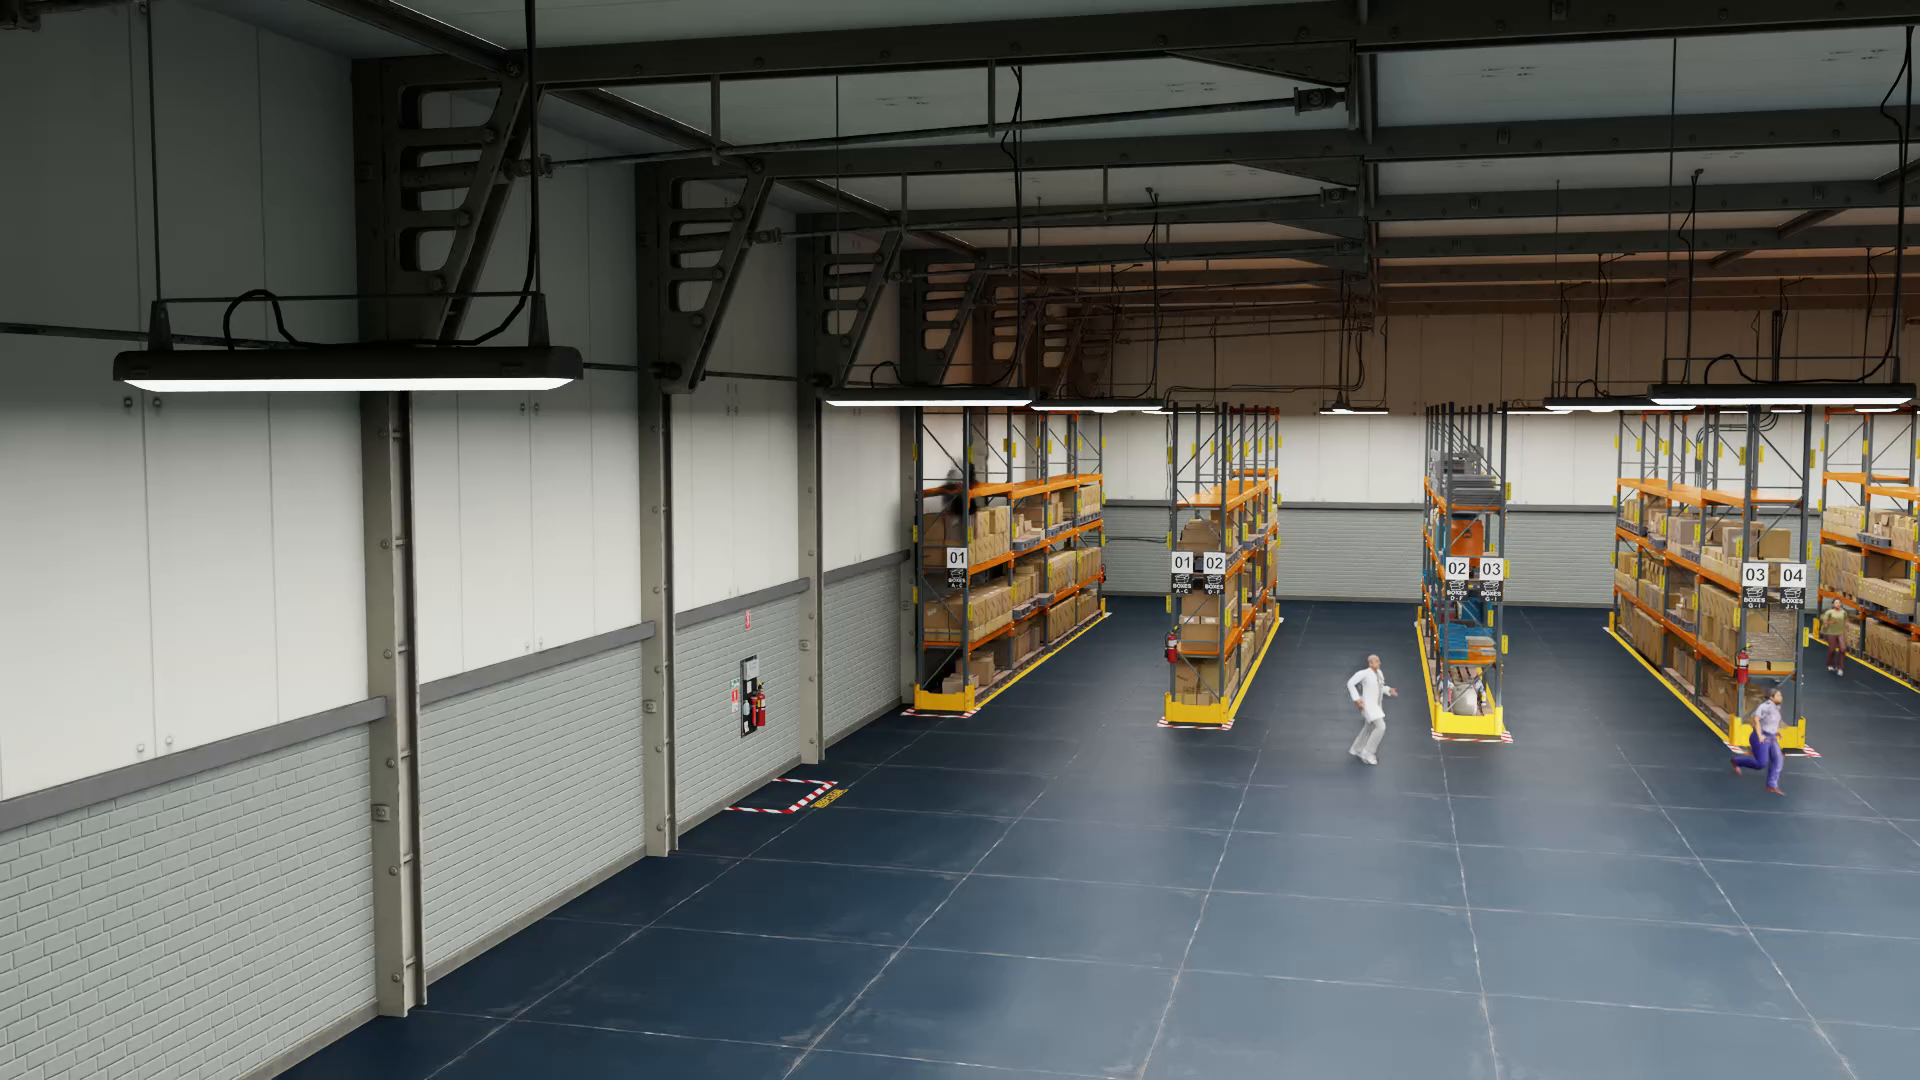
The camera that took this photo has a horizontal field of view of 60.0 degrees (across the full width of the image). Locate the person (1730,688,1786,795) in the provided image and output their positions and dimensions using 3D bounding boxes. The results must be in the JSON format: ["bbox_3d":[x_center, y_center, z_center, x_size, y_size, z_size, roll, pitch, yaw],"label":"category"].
[{"bbox_3d":[12.277,3.072,25.504,0.617,1.624,0.812,-4,6,-41],"label":"person"}]

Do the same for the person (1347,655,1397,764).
[{"bbox_3d":[6.855,2.812,27.637,0.808,1.823,0.693,4,6,40],"label":"person"}]

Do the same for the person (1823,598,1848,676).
[{"bbox_3d":[19.536,2.147,37.094,0.560,1.723,0.694,1,4,15],"label":"person"}]

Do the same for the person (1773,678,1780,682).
[{"bbox_3d":[17.733,2.249,36.283,0.554,1.591,0.900,1,4,13],"label":"person"}]
